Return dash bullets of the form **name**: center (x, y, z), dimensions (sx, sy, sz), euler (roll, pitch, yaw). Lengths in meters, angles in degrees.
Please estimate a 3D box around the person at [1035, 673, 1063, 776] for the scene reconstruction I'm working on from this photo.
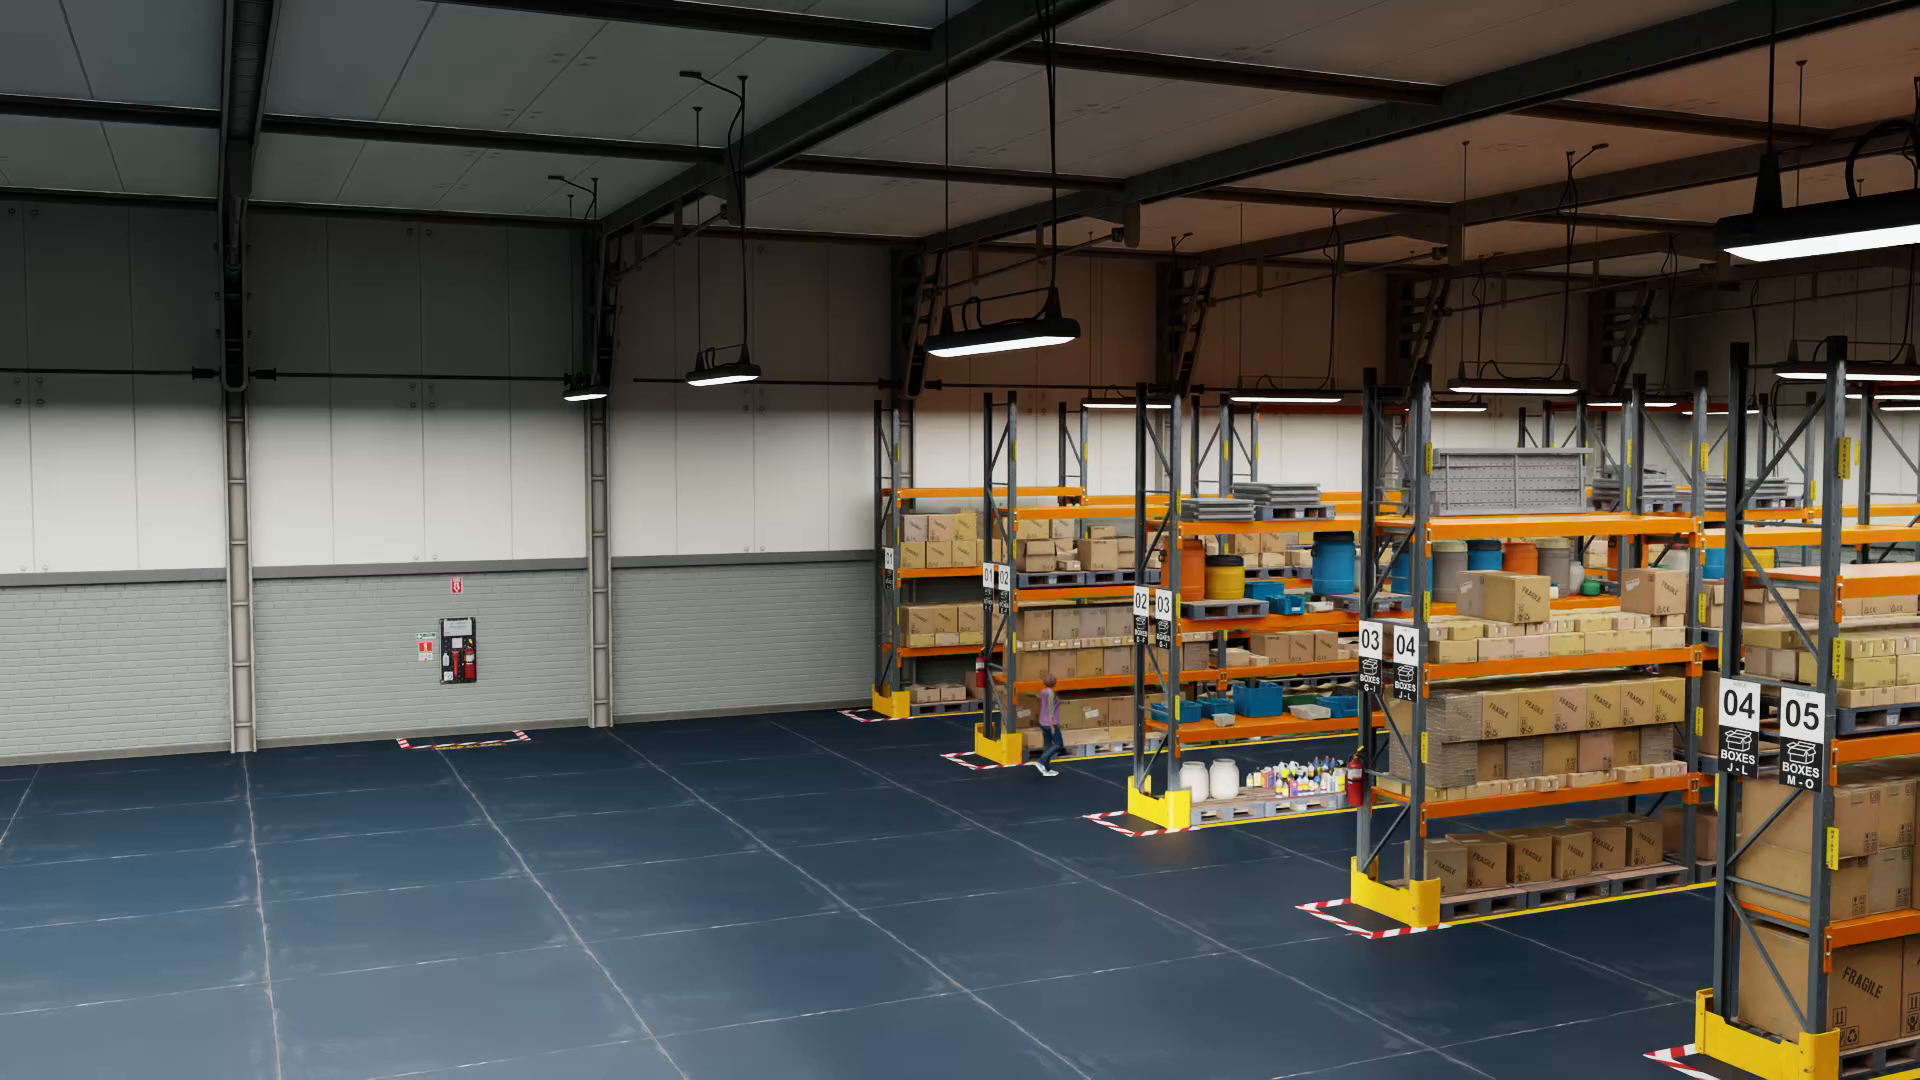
- **person**: center (1.334, 2.868, 25.766), dimensions (0.441, 1.597, 0.439), euler (-1, 4, -20)
